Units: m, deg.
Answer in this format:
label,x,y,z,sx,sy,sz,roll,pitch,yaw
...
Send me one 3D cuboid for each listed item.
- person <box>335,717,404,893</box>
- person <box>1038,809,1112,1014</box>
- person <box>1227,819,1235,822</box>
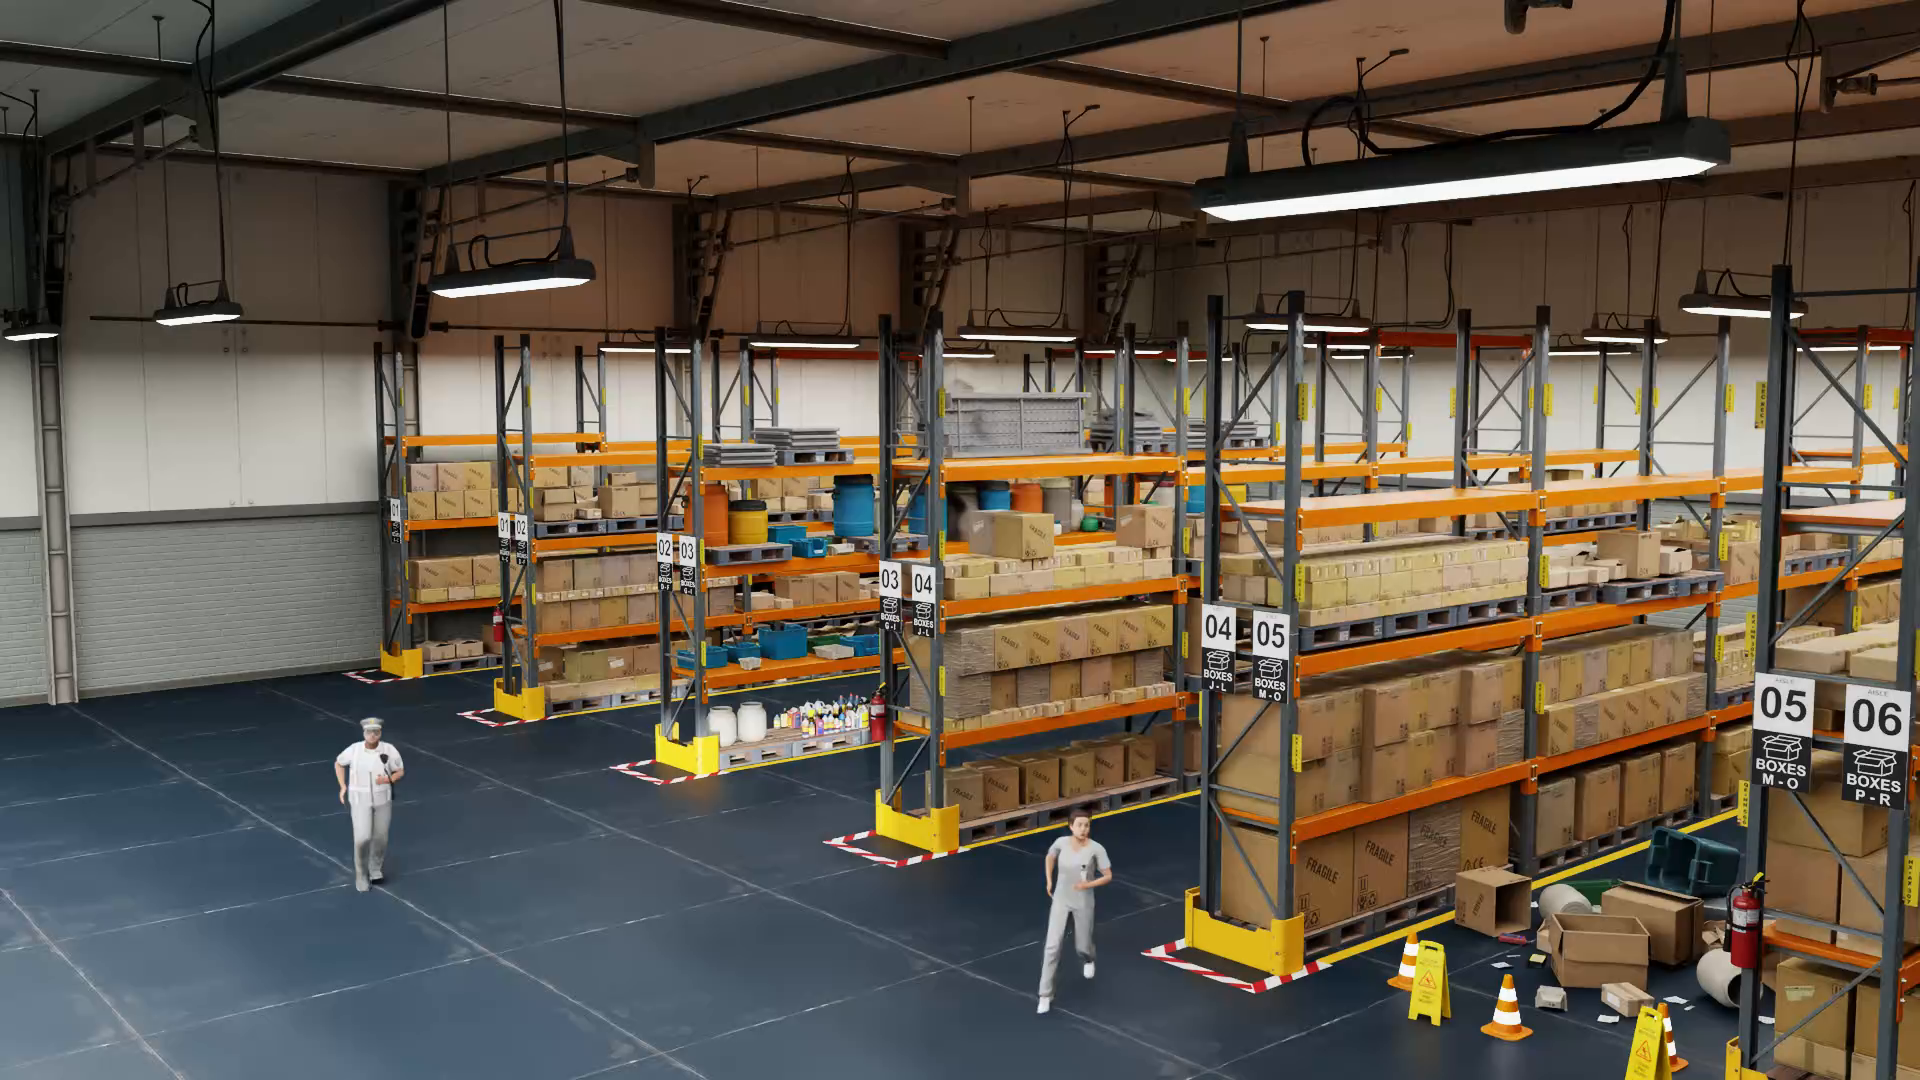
label,x,y,z,sx,sy,sz,roll,pitch,yaw
person,-6.081,2.725,17.201,0.646,1.811,0.686,-3,6,-26
person,0.994,3.087,14.087,0.594,1.655,0.872,1,5,12
person,3.144,2.682,18.482,0.607,1.624,0.547,3,6,32
